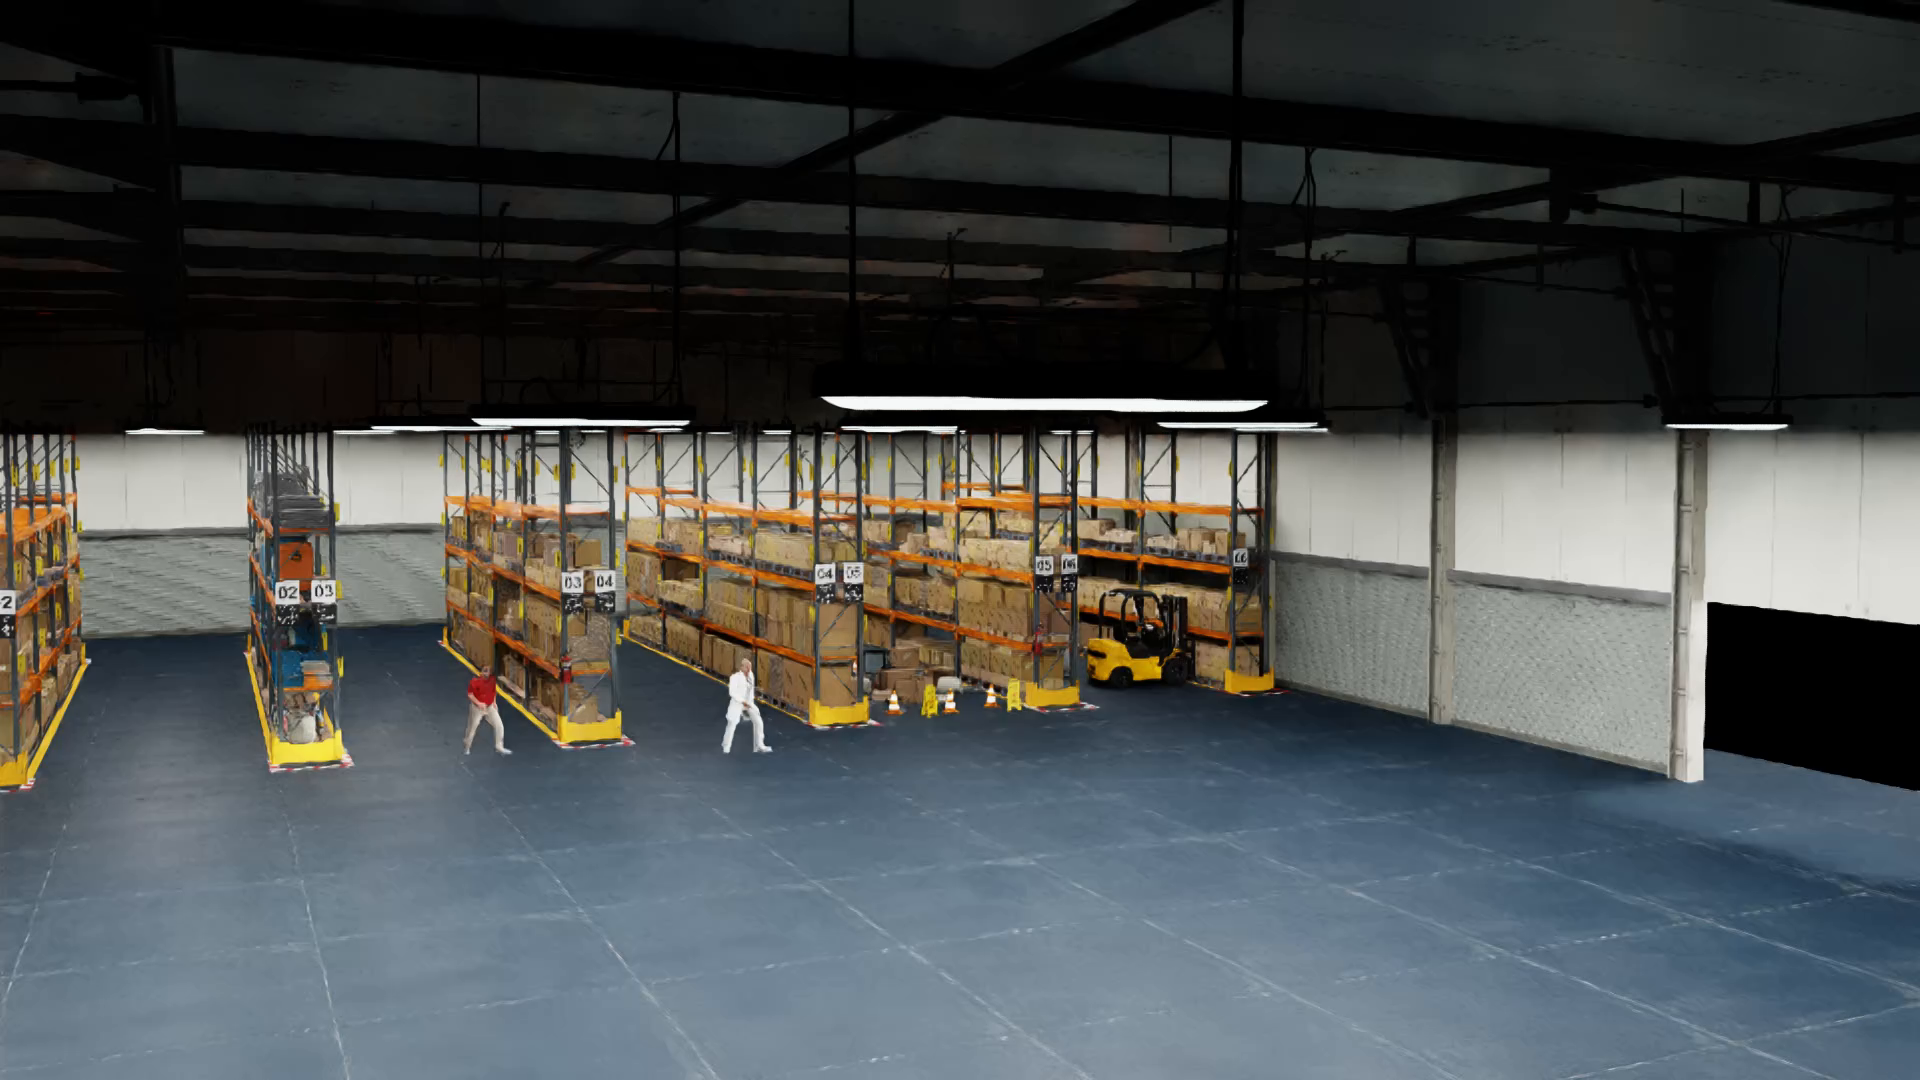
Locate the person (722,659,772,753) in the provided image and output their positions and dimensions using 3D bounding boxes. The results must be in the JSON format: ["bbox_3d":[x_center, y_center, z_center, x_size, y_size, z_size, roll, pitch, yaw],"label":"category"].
[{"bbox_3d":[-3.915,2.984,29.929,0.728,1.722,0.853,-3,5,-44],"label":"person"}]

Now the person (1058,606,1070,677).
[{"bbox_3d":[2.425,2.391,39.510,0.464,1.648,0.486,0,4,5],"label":"person"}]

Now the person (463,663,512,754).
[{"bbox_3d":[-8.551,3.016,29.855,0.700,1.658,0.863,-3,5,-42],"label":"person"}]
